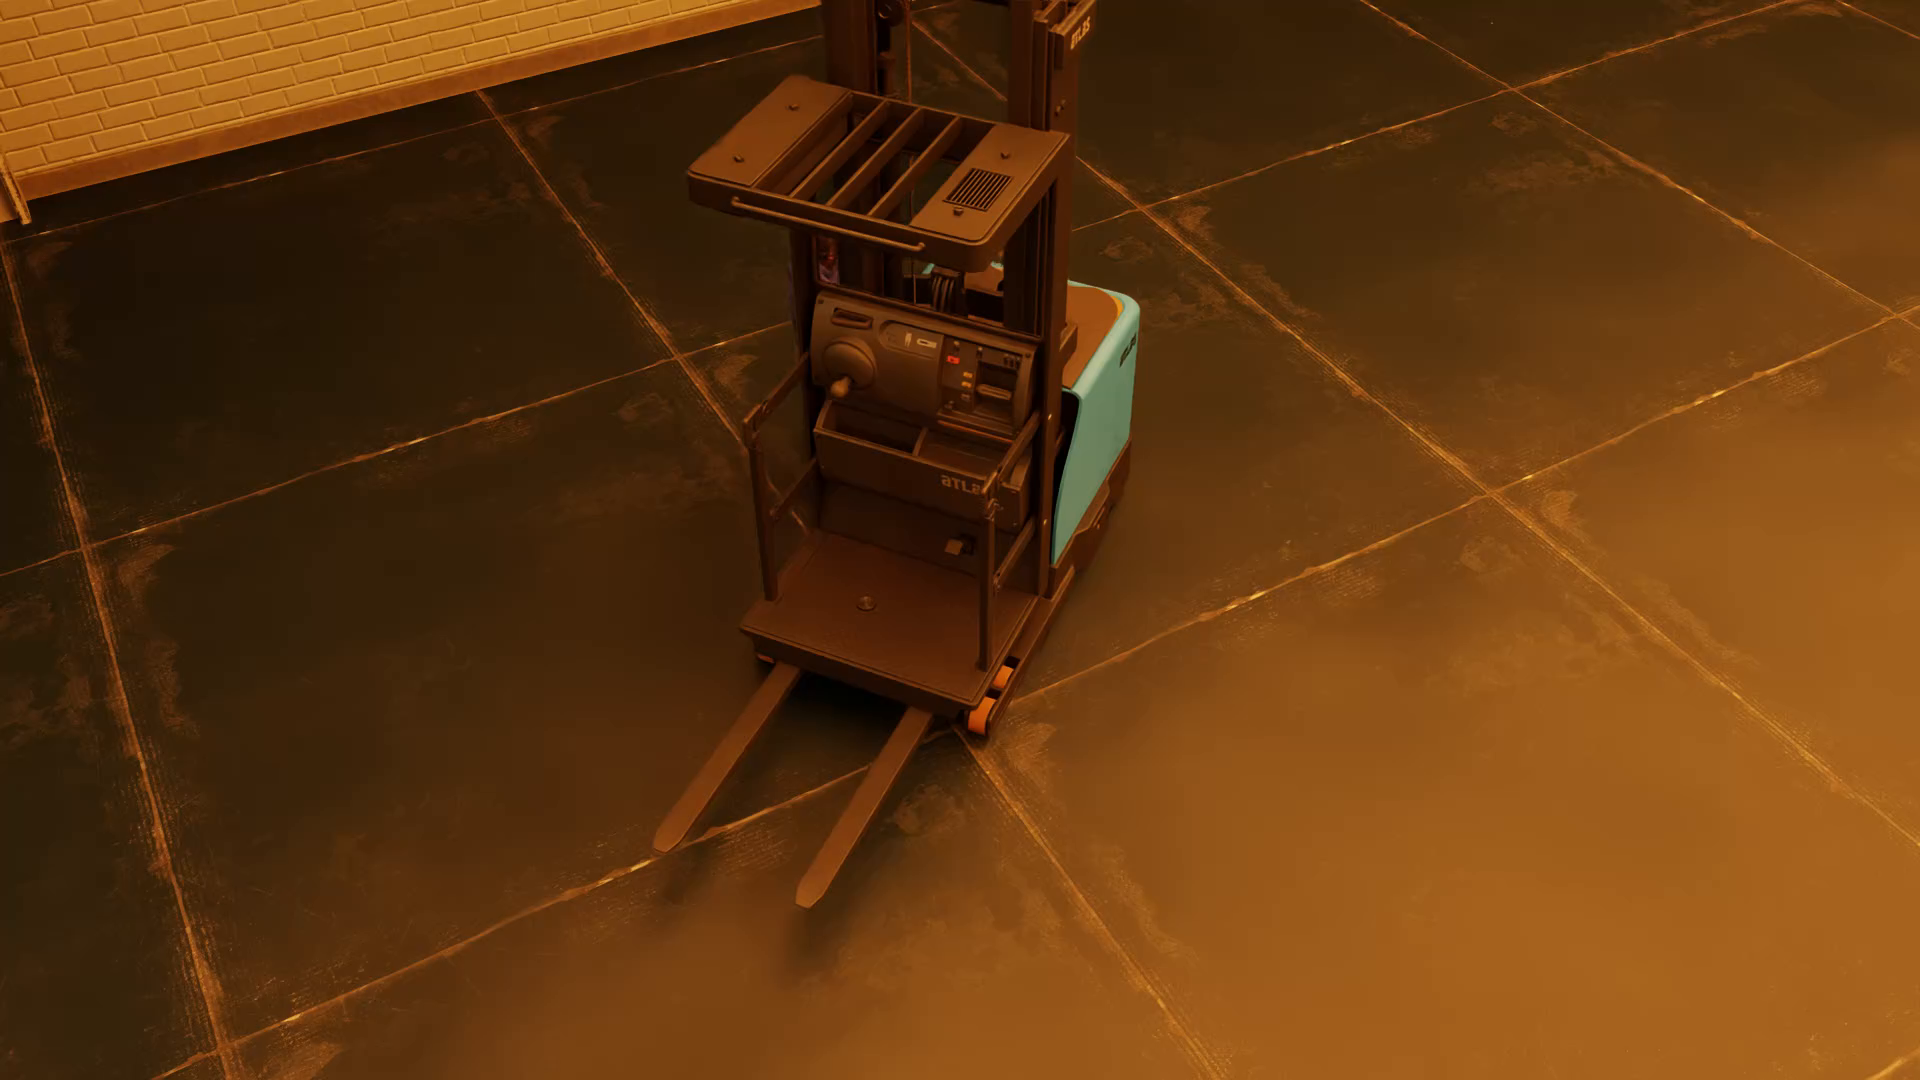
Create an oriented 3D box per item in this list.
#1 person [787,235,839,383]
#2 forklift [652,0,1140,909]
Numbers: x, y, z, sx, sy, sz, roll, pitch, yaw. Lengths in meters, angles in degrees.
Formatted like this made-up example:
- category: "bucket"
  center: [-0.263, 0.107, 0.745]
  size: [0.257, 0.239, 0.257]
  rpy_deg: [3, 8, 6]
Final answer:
- category: "person"
  center: [-0.378, -0.918, 7.753]
  size: [0.800, 1.393, 0.721]
  rpy_deg: [-12, 44, -13]
- category: "forklift"
  center: [-0.240, -0.596, 6.340]
  size: [1.130, 2.935, 3.031]
  rpy_deg: [17, 45, 17]
